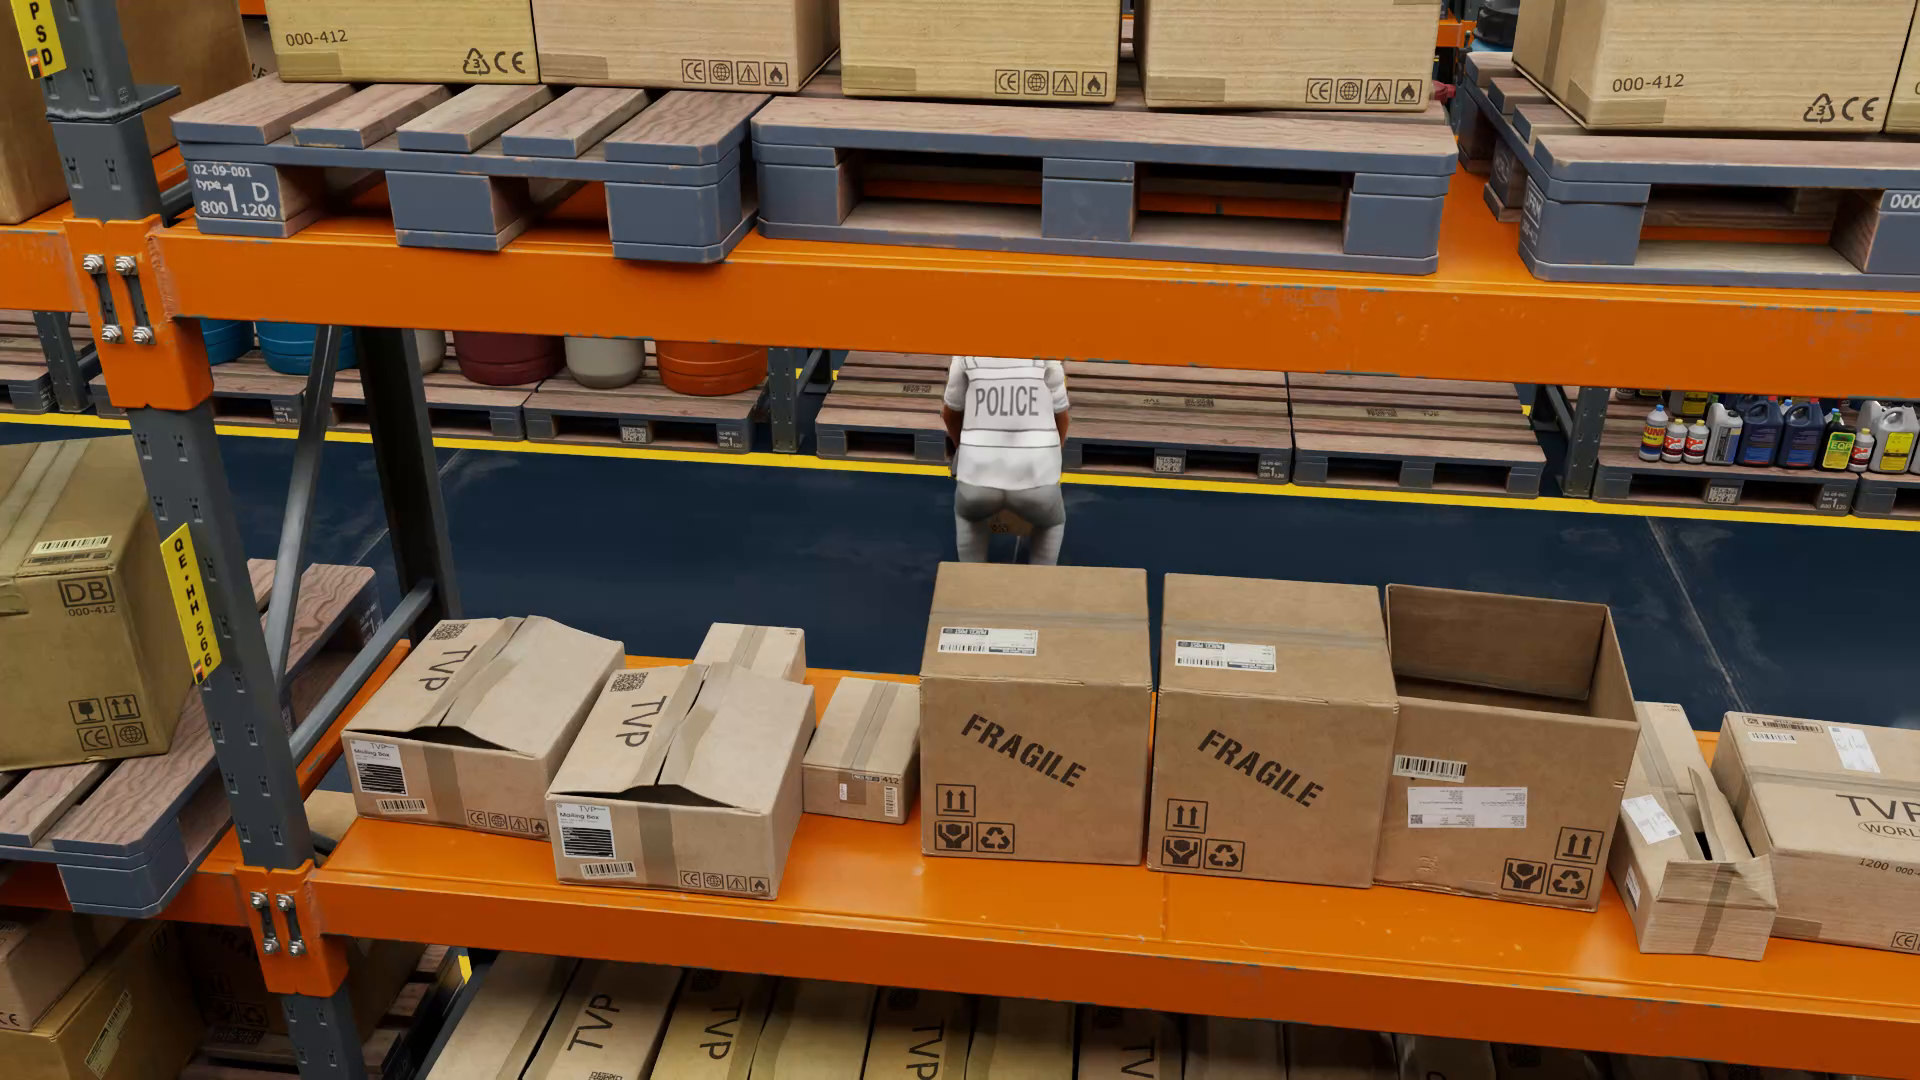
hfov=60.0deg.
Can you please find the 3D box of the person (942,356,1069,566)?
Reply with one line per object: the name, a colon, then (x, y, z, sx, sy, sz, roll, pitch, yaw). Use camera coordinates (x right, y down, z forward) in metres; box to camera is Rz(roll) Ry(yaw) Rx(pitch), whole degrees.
person: (0.181, -0.314, 6.981, 0.533, 1.406, 0.709, 4, 29, 7)
